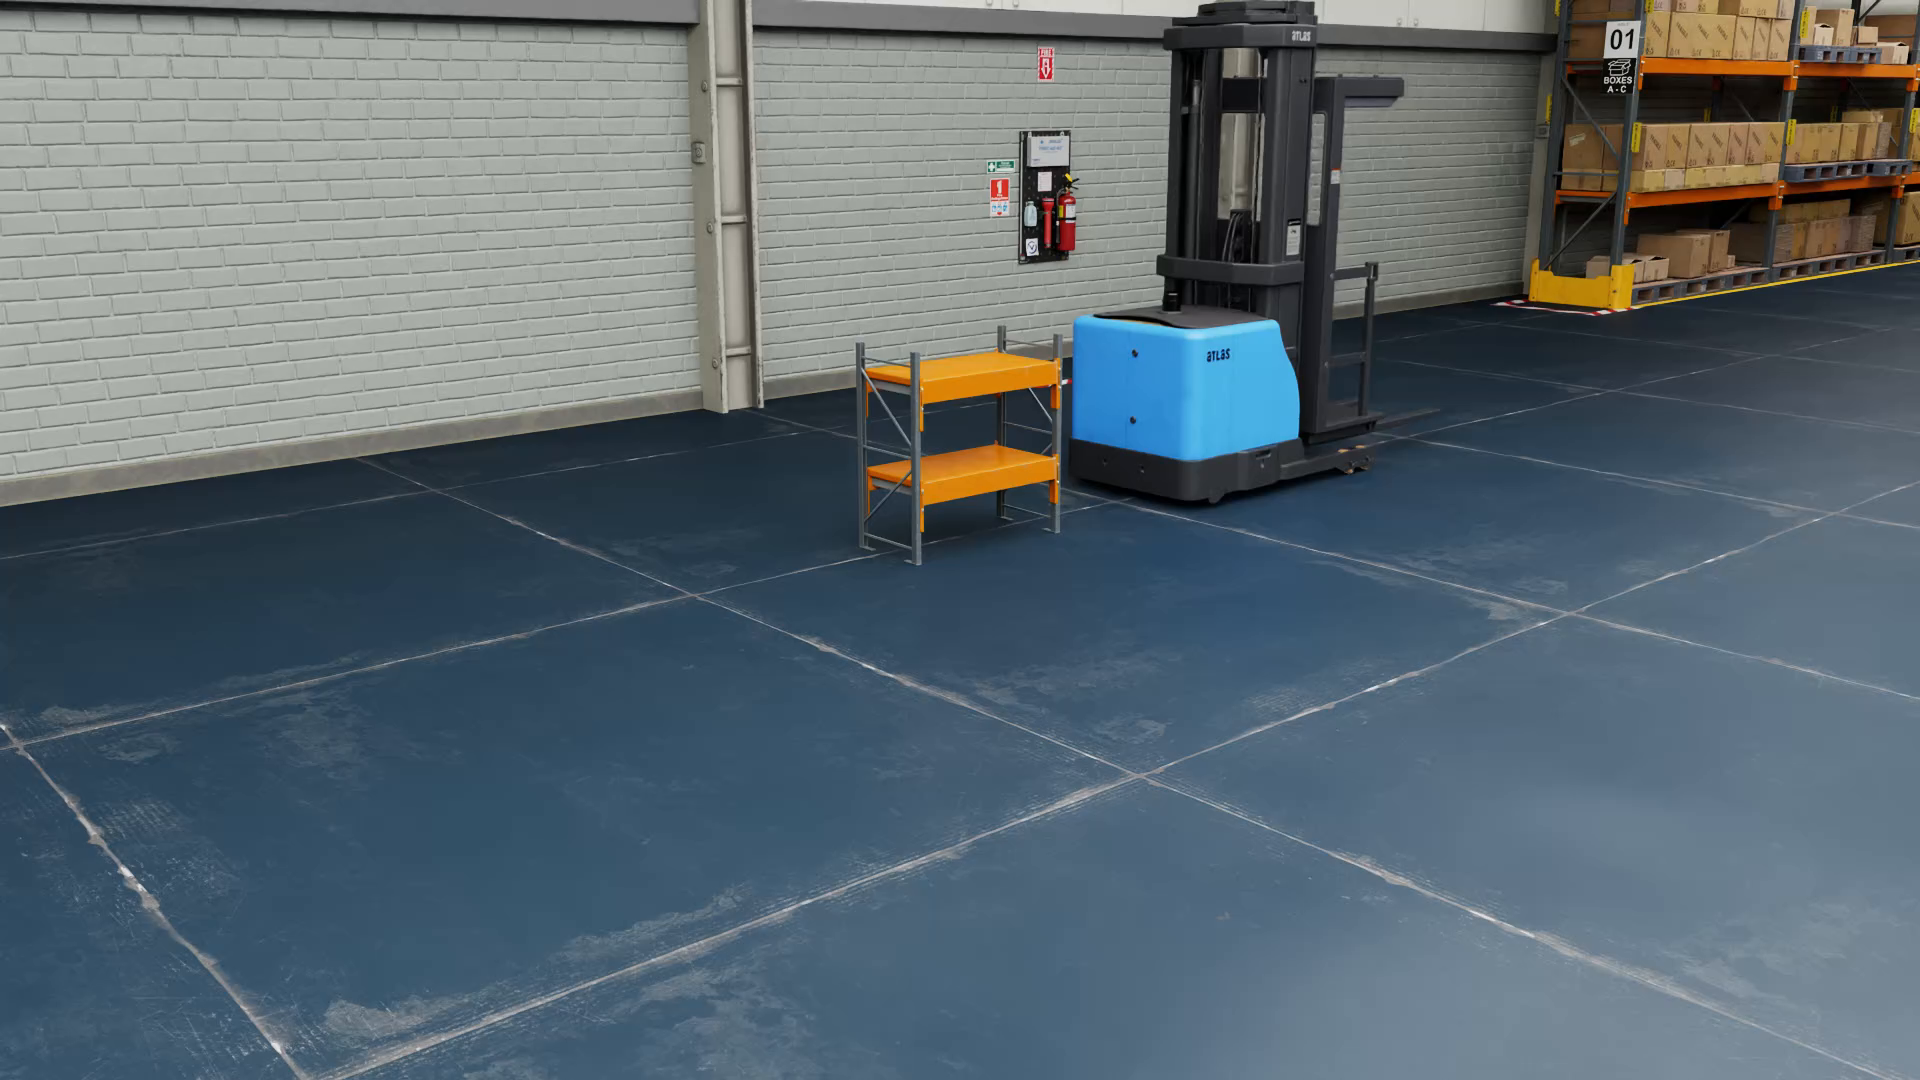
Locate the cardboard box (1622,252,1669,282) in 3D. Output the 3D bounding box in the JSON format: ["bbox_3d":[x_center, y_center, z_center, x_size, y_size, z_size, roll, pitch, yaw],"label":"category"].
[{"bbox_3d":[8.304,-3.354,20.352,0.500,0.311,0.500,-11,18,-35],"label":"cardboard box"}]

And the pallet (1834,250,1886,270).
[{"bbox_3d":[12.737,-4.120,24.266,1.213,0.211,1.003,-13,19,-39],"label":"pallet"}]

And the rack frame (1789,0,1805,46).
[{"bbox_3d":[10.310,-7.820,21.090,0.127,3.000,1.000,-13,19,-39],"label":"rack frame"}]

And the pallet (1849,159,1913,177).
[{"bbox_3d":[12.860,-5.365,23.896,1.003,0.211,1.213,-13,19,-39],"label":"pallet"}]

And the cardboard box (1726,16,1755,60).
[{"bbox_3d":[9.309,-6.111,20.271,0.500,0.500,0.500,-14,20,-41],"label":"cardboard box"}]

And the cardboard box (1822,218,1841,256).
[{"bbox_3d":[11.998,-4.318,23.595,0.500,0.500,0.700,-13,20,-40],"label":"cardboard box"}]

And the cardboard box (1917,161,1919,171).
[{"bbox_3d":[14.180,-5.568,24.731,0.250,0.149,0.380,-12,19,-38],"label":"cardboard box"}]

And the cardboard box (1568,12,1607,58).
[{"bbox_3d":[7.441,-5.872,19.374,0.500,0.500,0.500,-11,18,-35],"label":"cardboard box"}]

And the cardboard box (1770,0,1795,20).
[{"bbox_3d":[10.110,-6.775,20.817,0.500,0.500,0.500,14,20,42],"label":"cardboard box"}]

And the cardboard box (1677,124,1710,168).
[{"bbox_3d":[8.623,-4.734,19.960,0.500,0.500,0.500,-13,20,-41],"label":"cardboard box"}]

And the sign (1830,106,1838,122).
[{"bbox_3d":[12.961,-6.266,24.654,0.005,0.325,0.100,-13,19,-39],"label":"sign"}]

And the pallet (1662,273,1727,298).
[{"bbox_3d":[8.906,-3.246,20.995,1.213,0.211,1.003,-13,19,-39],"label":"pallet"}]

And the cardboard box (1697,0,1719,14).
[{"bbox_3d":[8.534,-6.417,19.478,0.500,0.500,0.500,-12,19,-38],"label":"cardboard box"}]

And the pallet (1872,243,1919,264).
[{"bbox_3d":[13.972,-4.371,25.206,1.213,0.211,1.003,-13,19,-39],"label":"pallet"}]

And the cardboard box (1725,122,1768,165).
[{"bbox_3d":[9.784,-4.996,20.938,0.500,0.500,0.500,-13,20,-40],"label":"cardboard box"}]

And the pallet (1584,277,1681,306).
[{"bbox_3d":[7.986,-3.041,20.225,1.213,0.211,1.003,-13,19,-39],"label":"pallet"}]

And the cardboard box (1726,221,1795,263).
[{"bbox_3d":[10.855,-4.055,22.609,0.500,0.500,0.700,-12,19,-38],"label":"cardboard box"}]

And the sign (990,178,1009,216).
[{"bbox_3d":[0.353,-3.047,14.777,0.234,0.329,0.001,-13,19,-39],"label":"sign"}]

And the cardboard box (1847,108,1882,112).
[{"bbox_3d":[13.500,-6.291,24.727,0.500,0.250,0.500,-12,19,-38],"label":"cardboard box"}]

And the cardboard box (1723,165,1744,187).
[{"bbox_3d":[9.401,-4.549,20.720,0.500,0.250,0.500,-13,20,-40],"label":"cardboard box"}]

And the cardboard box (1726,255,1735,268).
[{"bbox_3d":[9.926,-3.669,21.812,0.380,0.166,0.250,13,20,40],"label":"cardboard box"}]

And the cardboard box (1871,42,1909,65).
[{"bbox_3d":[12.962,-6.841,23.369,0.500,0.311,0.500,-13,19,-39],"label":"cardboard box"}]

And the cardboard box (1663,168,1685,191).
[{"bbox_3d":[8.252,-4.293,19.762,0.500,0.250,0.500,-13,20,-41],"label":"cardboard box"}]

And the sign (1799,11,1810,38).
[{"bbox_3d":[10.672,-6.517,21.020,0.005,0.325,0.100,-13,19,-39],"label":"sign"}]

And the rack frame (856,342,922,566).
[{"bbox_3d":[-0.378,-0.458,8.787,0.032,1.125,0.500,-13,19,-39],"label":"rack frame"}]

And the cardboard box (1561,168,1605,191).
[{"bbox_3d":[7.518,-4.299,19.782,0.500,0.250,0.500,-12,19,-39],"label":"cardboard box"}]

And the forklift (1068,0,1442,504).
[{"bbox_3d":[2.110,-1.931,10.801,3.031,2.935,1.130,-13,20,-41],"label":"forklift"}]

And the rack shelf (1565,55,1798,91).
[{"bbox_3d":[8.801,-5.685,20.302,4.000,0.370,1.077,-13,19,-39],"label":"rack shelf"}]

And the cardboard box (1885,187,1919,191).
[{"bbox_3d":[14.634,-5.010,25.546,0.750,0.750,0.750,-13,20,-40],"label":"cardboard box"}]

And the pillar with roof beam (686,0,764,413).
[{"bbox_3d":[1.026,-4.559,8.880,0.400,9.000,9.100,-13,19,-39],"label":"pillar with roof beam"}]

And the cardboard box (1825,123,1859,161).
[{"bbox_3d":[12.054,-5.564,23.220,0.500,0.500,0.700,-13,19,-39],"label":"cardboard box"}]

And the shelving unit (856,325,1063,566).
[{"bbox_3d":[0.005,-0.545,9.109,1.048,1.125,0.538,-13,19,-39],"label":"shelving unit"}]

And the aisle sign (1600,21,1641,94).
[{"bbox_3d":[7.435,-5.430,18.728,0.004,0.787,0.394,-13,19,-39],"label":"aisle sign"}]

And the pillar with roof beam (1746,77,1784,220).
[{"bbox_3d":[14.605,-7.608,20.295,0.400,9.000,9.100,-13,19,-39],"label":"pillar with roof beam"}]

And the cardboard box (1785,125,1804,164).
[{"bbox_3d":[10.717,-5.262,22.092,0.500,0.500,0.700,-13,19,-39],"label":"cardboard box"}]

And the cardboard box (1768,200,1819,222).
[{"bbox_3d":[11.575,-4.581,23.127,0.500,0.250,0.500,-13,20,-41],"label":"cardboard box"}]

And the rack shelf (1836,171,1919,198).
[{"bbox_3d":[14.836,-5.591,25.762,4.000,0.370,1.077,-13,19,-39],"label":"rack shelf"}]

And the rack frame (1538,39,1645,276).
[{"bbox_3d":[7.293,-4.244,19.327,0.127,3.000,1.000,-13,19,-39],"label":"rack frame"}]

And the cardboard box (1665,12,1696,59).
[{"bbox_3d":[8.138,-5.844,19.269,0.500,0.500,0.500,-11,19,-36],"label":"cardboard box"}]

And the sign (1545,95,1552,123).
[{"bbox_3d":[6.943,-5.068,19.554,0.005,0.325,0.100,-13,19,-39],"label":"sign"}]

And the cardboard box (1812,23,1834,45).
[{"bbox_3d":[11.240,-6.712,22.113,0.500,0.311,0.500,-12,19,-38],"label":"cardboard box"}]
